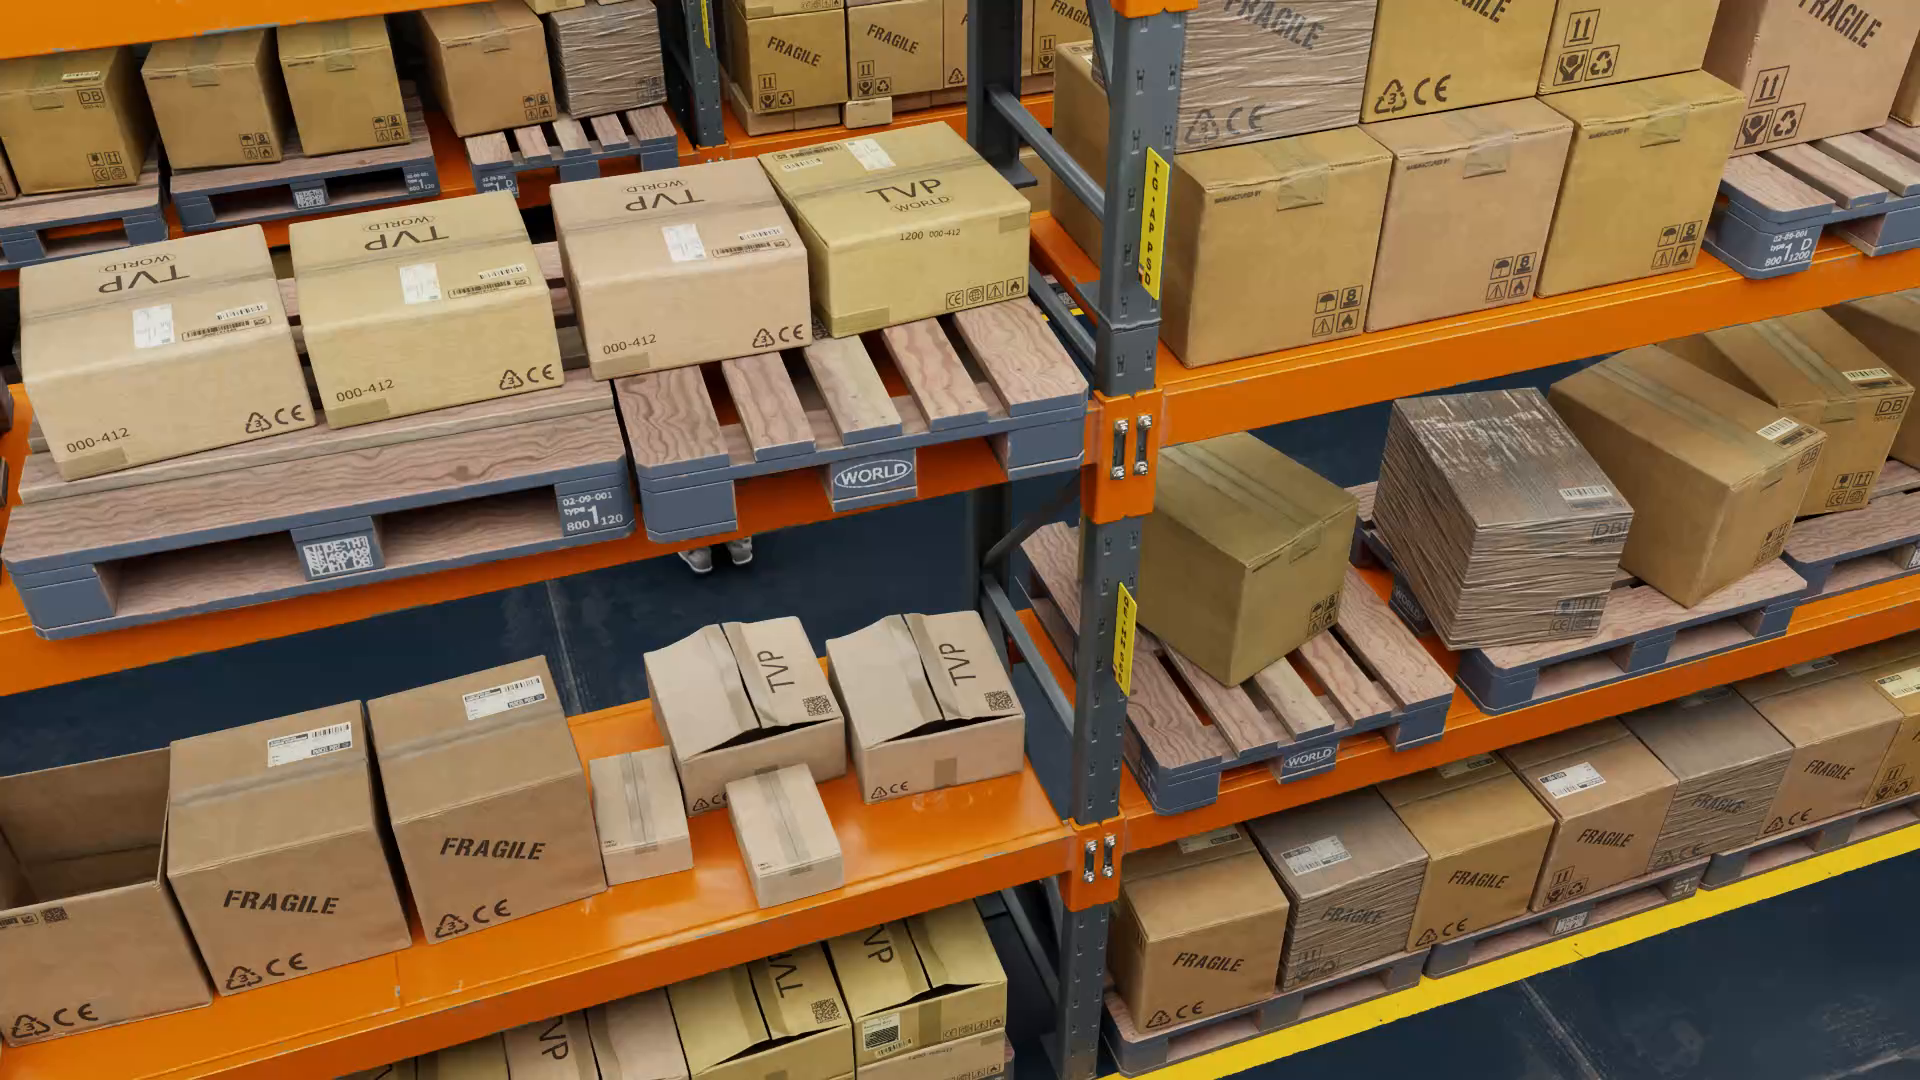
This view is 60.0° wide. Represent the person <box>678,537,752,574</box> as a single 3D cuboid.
[{"bbox_3d":[-1.217,-0.285,7.890,0.443,0.783,0.901,-14,40,-17],"label":"person"}]
